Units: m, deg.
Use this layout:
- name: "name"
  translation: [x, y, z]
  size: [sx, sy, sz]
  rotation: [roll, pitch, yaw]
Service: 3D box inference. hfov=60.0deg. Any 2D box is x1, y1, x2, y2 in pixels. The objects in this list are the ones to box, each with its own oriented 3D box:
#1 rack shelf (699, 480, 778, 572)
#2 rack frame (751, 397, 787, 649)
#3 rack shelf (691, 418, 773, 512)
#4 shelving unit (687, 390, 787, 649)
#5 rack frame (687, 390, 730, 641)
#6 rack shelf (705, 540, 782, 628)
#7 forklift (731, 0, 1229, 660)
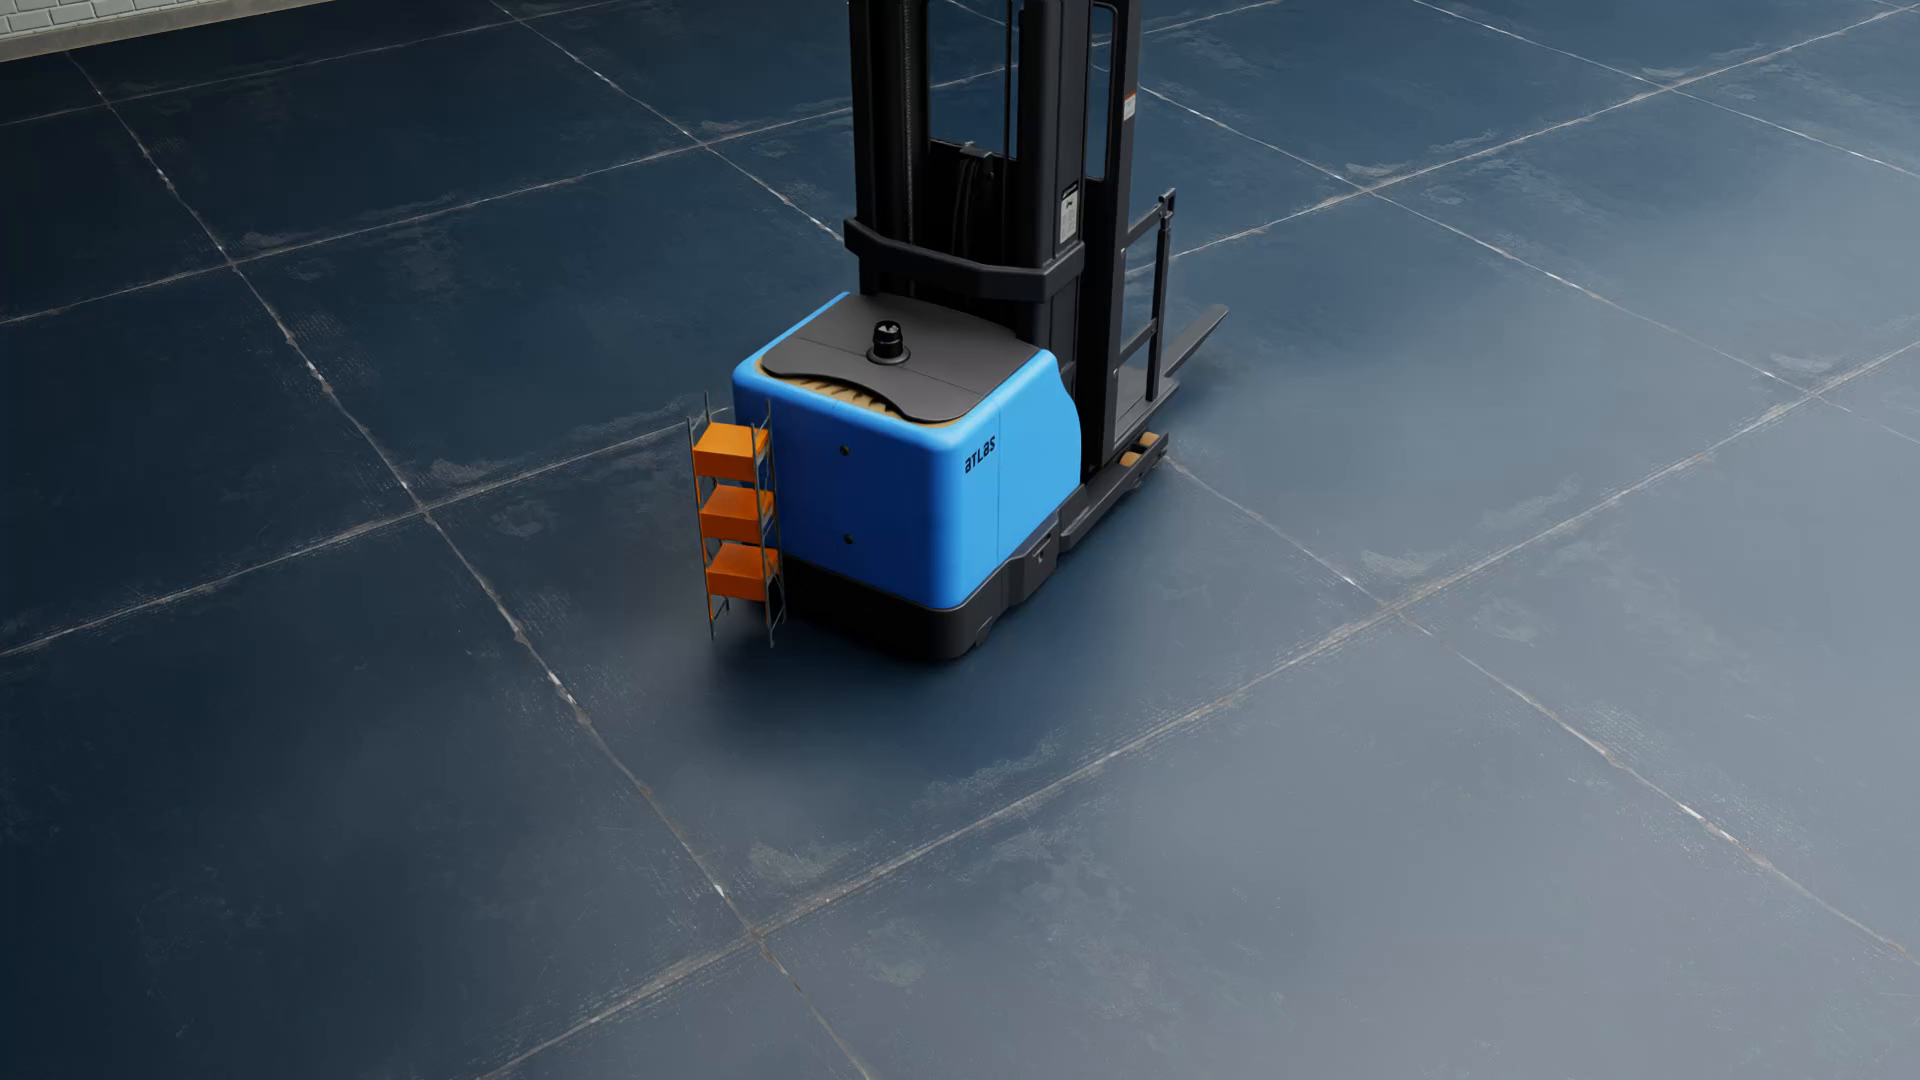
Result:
- name: "rack shelf"
  translation: [-0.853, -0.054, 6.445]
  size: [0.240, 0.259, 0.215]
  rotation: [7, 36, 10]
- name: "rack frame"
  translation: [-0.734, -0.048, 6.417]
  size: [0.008, 1.050, 0.200]
  rotation: [7, 36, 10]
- name: "rack shelf"
  translation: [-0.853, -0.285, 6.279]
  size: [0.240, 0.259, 0.215]
  rotation: [7, 36, 10]
- name: "shelving unit"
  translation: [-0.853, -0.063, 6.439]
  size: [0.252, 1.050, 0.215]
  rotation: [7, 36, 10]
- name: "rack frame"
  translation: [-0.973, -0.079, 6.460]
  size: [0.008, 1.050, 0.200]
  rotation: [7, 36, 10]
- name: "rack shelf"
  translation: [-0.853, 0.171, 6.607]
  size: [0.240, 0.259, 0.215]
  rotation: [7, 36, 10]
- name: "forklift"
  translation: [0.307, -1.555, 6.902]
  size: [1.130, 2.935, 3.031]
  rotation: [20, 40, 25]
